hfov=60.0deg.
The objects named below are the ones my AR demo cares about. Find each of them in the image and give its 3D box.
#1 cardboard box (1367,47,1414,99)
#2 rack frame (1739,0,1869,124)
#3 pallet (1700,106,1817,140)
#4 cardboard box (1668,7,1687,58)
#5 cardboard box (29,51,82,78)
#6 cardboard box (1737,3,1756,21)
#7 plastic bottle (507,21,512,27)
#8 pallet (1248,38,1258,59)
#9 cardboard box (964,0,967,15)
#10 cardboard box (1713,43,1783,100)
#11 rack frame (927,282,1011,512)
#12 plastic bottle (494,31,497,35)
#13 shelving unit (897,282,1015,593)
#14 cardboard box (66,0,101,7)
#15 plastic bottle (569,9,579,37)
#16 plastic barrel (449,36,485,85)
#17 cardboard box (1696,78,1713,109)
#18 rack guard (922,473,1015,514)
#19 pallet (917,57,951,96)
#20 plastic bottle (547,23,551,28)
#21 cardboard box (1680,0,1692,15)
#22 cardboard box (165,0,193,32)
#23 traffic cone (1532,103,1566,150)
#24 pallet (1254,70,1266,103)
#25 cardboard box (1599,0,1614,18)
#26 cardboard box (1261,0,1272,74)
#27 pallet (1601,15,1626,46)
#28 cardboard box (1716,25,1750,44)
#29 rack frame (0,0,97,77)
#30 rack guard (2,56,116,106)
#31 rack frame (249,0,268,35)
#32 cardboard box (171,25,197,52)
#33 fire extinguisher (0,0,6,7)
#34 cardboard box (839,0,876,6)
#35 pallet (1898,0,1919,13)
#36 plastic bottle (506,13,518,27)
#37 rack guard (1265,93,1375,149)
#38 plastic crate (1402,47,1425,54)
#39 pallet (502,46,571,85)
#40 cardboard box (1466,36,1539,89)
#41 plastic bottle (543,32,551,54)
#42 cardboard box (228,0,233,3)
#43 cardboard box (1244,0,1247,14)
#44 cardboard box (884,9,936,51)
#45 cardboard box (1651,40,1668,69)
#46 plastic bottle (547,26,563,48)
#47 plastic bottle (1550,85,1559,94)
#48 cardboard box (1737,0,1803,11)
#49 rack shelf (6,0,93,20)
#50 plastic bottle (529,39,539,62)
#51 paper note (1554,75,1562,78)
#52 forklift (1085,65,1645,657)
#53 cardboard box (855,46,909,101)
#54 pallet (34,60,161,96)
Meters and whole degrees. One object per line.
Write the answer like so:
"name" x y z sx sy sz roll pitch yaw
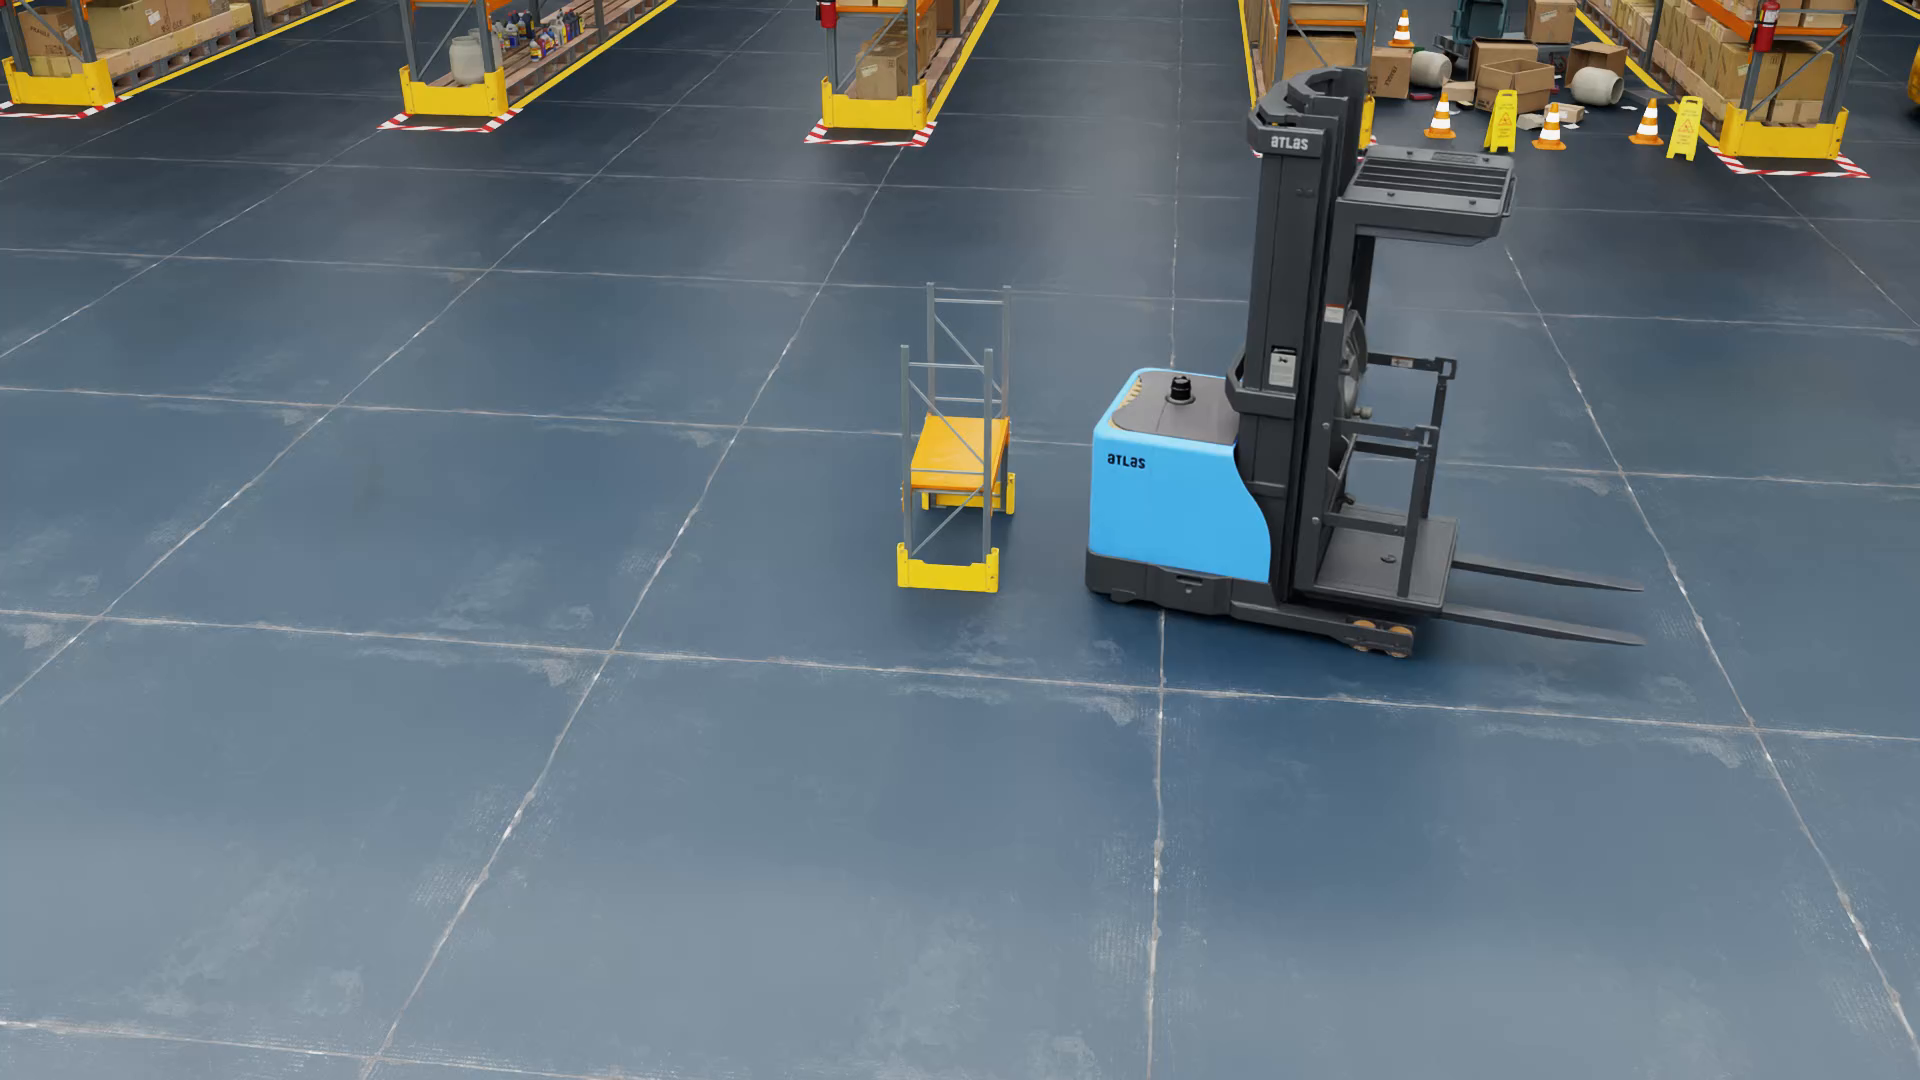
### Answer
"cardboard box" 5.245 -5.713 20.324 0.500 0.500 0.500 8 29 15
"rack frame" 8.851 -5.479 17.258 1.000 3.000 0.127 3 28 6
"pallet" 8.995 -4.668 18.692 1.003 0.211 1.213 3 28 6
"cardboard box" 8.947 -6.152 20.172 0.500 0.500 0.500 4 29 8
"cardboard box" -11.043 -5.877 20.452 0.500 0.250 0.500 3 28 6
"cardboard box" 8.606 -5.683 17.901 0.380 0.149 0.250 3 28 6
"plastic bottle" -5.924 -6.702 21.941 0.097 0.271 0.097 0 28 0
"pallet" 4.436 -6.742 22.542 1.003 0.211 1.213 3 28 6
"cardboard box" -0.252 -7.806 23.748 0.700 0.500 0.500 1 28 2
"cardboard box" 8.691 -5.176 18.361 0.500 0.500 0.500 4 29 7
"rack frame" 0.052 -0.859 10.264 0.500 1.500 0.032 3 28 6
"plastic bottle" -6.035 -6.410 21.393 0.152 0.276 0.135 3 28 5
"shelving unit" -0.009 -0.624 9.828 0.587 1.500 1.083 3 28 6
"cardboard box" -10.937 -6.678 21.149 0.500 0.500 0.500 3 28 6
"plastic bottle" -5.202 -6.933 22.286 0.144 0.351 0.185 3 28 5
"plastic barrel" -5.895 -5.747 19.935 0.421 0.512 0.421 0 28 0
"cardboard box" 8.755 -5.093 18.997 0.500 0.250 0.500 3 29 6
"rack guard" 0.052 -0.309 10.559 0.587 0.250 0.087 3 28 6
"pallet" -0.688 -5.816 20.824 1.003 0.211 1.213 3 28 6
"plastic bottle" -5.370 -6.655 21.841 0.061 0.283 0.133 3 28 6
"cardboard box" 8.865 -6.393 19.935 0.380 0.149 0.250 4 29 8
"cardboard box" -10.342 -6.883 21.528 0.500 0.500 0.500 3 28 6
"traffic cone" 6.480 -4.544 18.197 0.336 0.463 0.334 3 28 6
"pallet" 4.099 -5.445 20.135 1.003 0.211 1.213 3 28 6
"cardboard box" 9.670 -7.660 23.633 0.950 0.372 0.625 3 28 5
"cardboard box" 4.163 -6.135 20.273 0.875 0.875 0.875 4 29 7
"pallet" 9.582 -7.077 23.164 1.003 0.211 1.213 3 28 6
"cardboard box" 8.669 -5.638 18.535 0.380 0.149 0.250 4 29 8
"rack frame" -10.815 -6.633 19.399 1.000 3.000 0.127 3 28 6
"rack guard" -10.818 -5.521 19.971 1.175 0.500 0.348 3 28 6
"rack frame" -10.325 -8.515 22.894 1.000 3.000 0.127 3 28 6
"cardboard box" -10.343 -6.552 21.706 0.500 0.250 0.500 3 28 6
"fire extinguisher" -11.291 -6.570 19.364 0.296 0.674 0.183 3 28 6
"cardboard box" -1.154 -6.091 18.658 0.380 0.149 0.250 3 28 6
"pallet" 14.887 -8.080 25.025 1.003 0.211 1.213 3 28 6
"plastic bottle" -5.943 -6.809 22.055 0.144 0.351 0.185 2 28 4
"rack guard" 3.923 -4.608 18.275 1.175 0.500 0.348 3 28 6
"plastic crate" 5.695 -6.232 21.559 0.450 0.188 0.662 9 28 37
"pallet" -5.680 -6.109 21.366 1.003 0.211 1.213 3 28 6
"cardboard box" 6.660 -5.855 20.444 0.797 0.637 0.503 3 28 6
"plastic bottle" -5.314 -6.379 21.341 0.097 0.271 0.097 0 28 0
"cardboard box" -10.562 -7.702 23.840 0.500 0.250 0.500 3 28 6
"cardboard box" 4.639 -7.986 23.841 1.050 0.750 0.750 4 29 7
"cardboard box" -0.645 -6.566 21.469 0.500 0.500 0.500 13 31 22
"cardboard box" 9.001 -6.074 20.819 0.500 0.250 0.500 2 28 4
"plastic bottle" -5.289 -6.582 21.713 0.152 0.276 0.135 4 29 7
"plastic bottle" 7.322 -5.570 20.525 0.133 0.061 0.283 8 29 15
"cardboard box" 8.644 -5.926 17.668 0.500 0.500 0.500 3 28 5
"rack shelf" -10.570 -7.257 21.317 1.077 0.370 4.000 3 28 6
"plastic bottle" -5.368 -6.171 20.954 0.097 0.271 0.097 0 28 0
"paper note" 7.583 -5.905 21.178 0.148 0.019 0.142 3 28 6
"forklift" 2.295 -0.935 8.896 3.031 2.935 1.130 10 30 17
"cardboard box" -0.891 -5.433 19.364 0.500 0.500 0.500 9 30 16
"pallet" -10.763 -5.767 20.733 1.003 0.211 1.213 3 28 6
